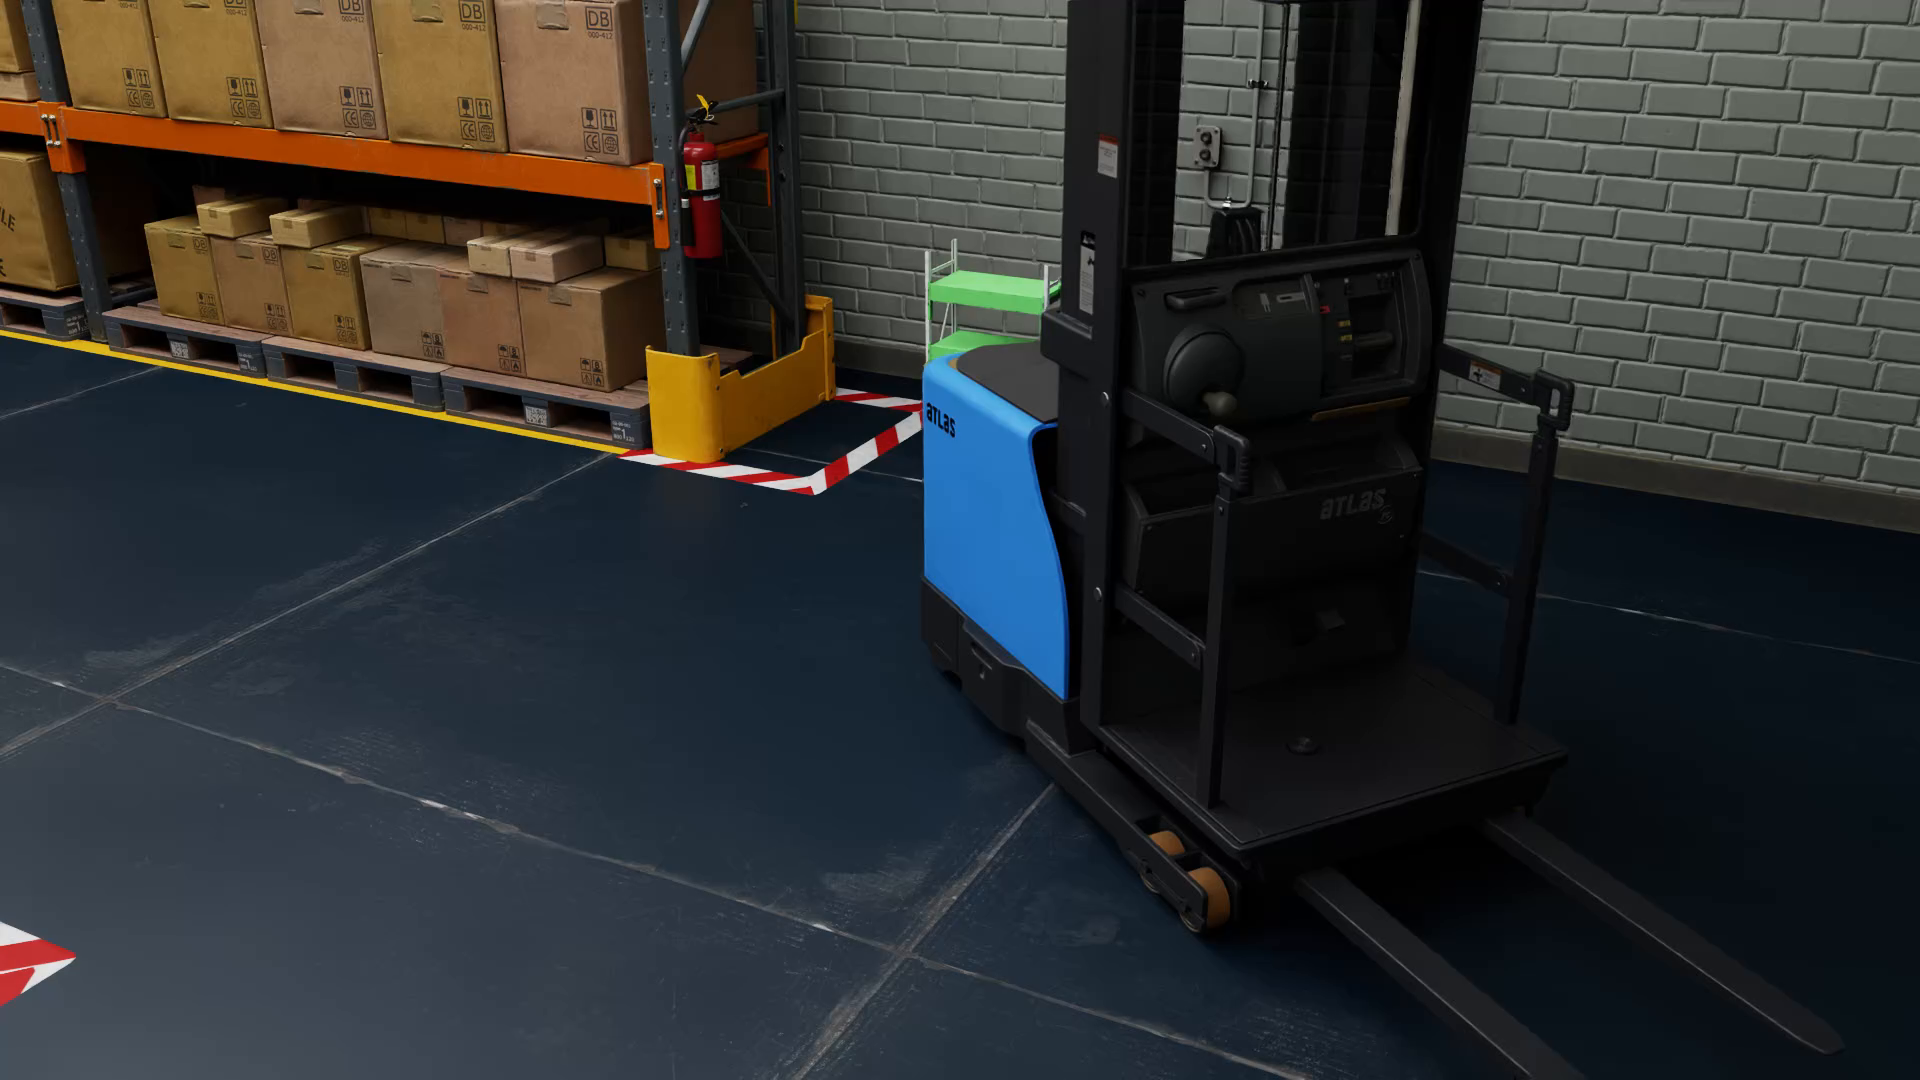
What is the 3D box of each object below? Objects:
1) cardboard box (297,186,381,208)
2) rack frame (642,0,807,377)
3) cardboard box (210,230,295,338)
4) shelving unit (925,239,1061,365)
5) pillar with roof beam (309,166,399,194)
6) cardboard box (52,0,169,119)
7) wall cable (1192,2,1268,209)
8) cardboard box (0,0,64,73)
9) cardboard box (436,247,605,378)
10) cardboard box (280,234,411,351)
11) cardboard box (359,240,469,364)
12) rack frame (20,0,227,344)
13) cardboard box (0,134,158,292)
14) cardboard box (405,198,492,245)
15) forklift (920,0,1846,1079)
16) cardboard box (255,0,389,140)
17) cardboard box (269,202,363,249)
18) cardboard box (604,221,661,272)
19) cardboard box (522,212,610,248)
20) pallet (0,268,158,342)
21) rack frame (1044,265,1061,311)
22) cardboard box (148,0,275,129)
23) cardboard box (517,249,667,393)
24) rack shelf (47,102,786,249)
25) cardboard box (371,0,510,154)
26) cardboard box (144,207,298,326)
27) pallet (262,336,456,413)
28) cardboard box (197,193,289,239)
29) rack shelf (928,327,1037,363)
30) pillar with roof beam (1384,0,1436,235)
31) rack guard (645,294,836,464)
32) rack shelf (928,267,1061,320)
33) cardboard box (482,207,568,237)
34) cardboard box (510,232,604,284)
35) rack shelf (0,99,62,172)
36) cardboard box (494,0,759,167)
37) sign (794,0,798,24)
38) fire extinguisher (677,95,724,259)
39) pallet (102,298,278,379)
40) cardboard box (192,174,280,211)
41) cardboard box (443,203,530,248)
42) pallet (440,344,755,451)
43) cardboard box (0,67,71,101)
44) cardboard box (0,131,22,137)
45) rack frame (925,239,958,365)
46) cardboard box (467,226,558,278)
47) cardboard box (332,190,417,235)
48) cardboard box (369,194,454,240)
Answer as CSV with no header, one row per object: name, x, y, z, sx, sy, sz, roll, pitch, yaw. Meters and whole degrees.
cardboard box,-3.331,-1.793,8.962,0.250,0.149,0.380,10,25,23
rack frame,-1.049,-1.957,7.518,0.127,3.000,1.000,11,25,25
cardboard box,-3.551,-1.448,8.980,0.500,0.500,0.700,11,25,24
shelving unit,0.148,-0.523,6.446,0.503,1.200,0.258,11,25,25
pillar with roof beam,-5.546,-4.099,4.889,0.400,9.000,9.100,11,25,25
cardboard box,-4.142,-2.700,8.882,0.700,0.700,0.980,12,26,25
wall cable,0.521,-2.528,7.565,1.851,1.984,0.084,11,25,25
cardboard box,-5.144,-2.849,9.082,0.500,0.500,0.500,11,25,24
cardboard box,-2.165,-1.177,8.341,0.500,0.500,0.700,11,25,24
cardboard box,-3.094,-1.357,8.765,0.500,0.500,0.700,12,26,26
cardboard box,-2.614,-1.265,8.550,0.500,0.500,0.700,10,25,23
rack frame,-4.619,-2.663,9.179,0.127,3.000,1.000,11,25,25
cardboard box,-5.257,-1.936,9.681,0.750,0.750,0.750,12,26,25
cardboard box,-2.649,-1.658,8.644,0.250,0.149,0.380,11,26,25
forklift,0.960,-0.522,4.232,1.130,2.935,3.031,-11,25,-24
cardboard box,-2.839,-2.444,8.280,0.700,0.700,0.980,10,25,22
cardboard box,-3.308,-1.620,8.556,0.250,0.149,0.380,10,25,23
cardboard box,-1.517,-1.435,8.119,0.250,0.149,0.380,11,26,25
cardboard box,-1.969,-1.524,8.329,0.250,0.149,0.380,11,26,25
pallet,-5.341,-1.490,9.983,1.213,0.211,1.003,11,25,25
rack frame,0.365,-0.480,6.345,0.015,1.200,0.240,11,25,25
cardboard box,-3.493,-2.569,8.574,0.700,0.700,0.980,11,25,23
cardboard box,-1.719,-1.088,8.134,0.500,0.500,0.700,11,25,25
rack shelf,-2.834,-1.979,8.489,4.000,0.370,1.077,11,25,25
cardboard box,-2.163,-2.306,7.956,0.700,0.700,0.980,11,25,24
cardboard box,-3.997,-1.538,9.191,0.500,0.500,0.700,12,26,25
pallet,-2.882,-1.003,8.839,1.213,0.211,1.003,11,25,25
cardboard box,-3.774,-1.712,8.772,0.250,0.149,0.380,12,26,26
rack shelf,0.148,-0.685,6.378,0.480,0.148,0.258,11,25,25
pillar with roof beam,-0.191,-3.039,2.398,0.400,9.000,9.100,11,25,25
rack guard,-1.027,-0.802,7.997,0.348,0.500,1.175,11,25,25
rack shelf,0.148,-0.906,6.284,0.480,0.148,0.258,11,25,25
cardboard box,-2.192,-1.568,8.433,0.250,0.149,0.380,11,26,25
cardboard box,-1.916,-1.346,7.910,0.250,0.149,0.380,11,25,24
rack shelf,-6.403,-2.685,10.150,4.000,0.370,1.077,11,25,25
cardboard box,-1.509,-2.181,7.663,0.700,0.700,0.980,12,26,27
sign,-0.793,-2.584,7.787,0.005,0.325,0.100,11,25,25
fire extinguisher,-1.122,-1.562,7.165,0.183,0.674,0.296,11,25,25
pallet,-3.975,-1.218,9.345,1.213,0.211,1.003,11,25,25
cardboard box,-4.037,-1.932,9.288,0.250,0.149,0.380,11,25,24
cardboard box,-2.420,-1.613,8.538,0.250,0.149,0.380,12,26,25
pallet,-1.798,-0.787,8.332,1.213,0.211,1.003,11,25,25
cardboard box,-5.048,-2.517,9.132,0.250,0.149,0.380,11,26,25
cardboard box,-6.052,-2.092,10.047,0.750,0.750,0.750,12,26,26
rack frame,-0.070,-0.566,6.548,0.015,1.200,0.240,11,25,25
cardboard box,-2.144,-1.391,8.016,0.250,0.149,0.380,12,26,26
cardboard box,-3.106,-1.748,8.856,0.250,0.149,0.380,11,26,25
cardboard box,-2.875,-1.703,8.750,0.250,0.149,0.380,11,25,24
